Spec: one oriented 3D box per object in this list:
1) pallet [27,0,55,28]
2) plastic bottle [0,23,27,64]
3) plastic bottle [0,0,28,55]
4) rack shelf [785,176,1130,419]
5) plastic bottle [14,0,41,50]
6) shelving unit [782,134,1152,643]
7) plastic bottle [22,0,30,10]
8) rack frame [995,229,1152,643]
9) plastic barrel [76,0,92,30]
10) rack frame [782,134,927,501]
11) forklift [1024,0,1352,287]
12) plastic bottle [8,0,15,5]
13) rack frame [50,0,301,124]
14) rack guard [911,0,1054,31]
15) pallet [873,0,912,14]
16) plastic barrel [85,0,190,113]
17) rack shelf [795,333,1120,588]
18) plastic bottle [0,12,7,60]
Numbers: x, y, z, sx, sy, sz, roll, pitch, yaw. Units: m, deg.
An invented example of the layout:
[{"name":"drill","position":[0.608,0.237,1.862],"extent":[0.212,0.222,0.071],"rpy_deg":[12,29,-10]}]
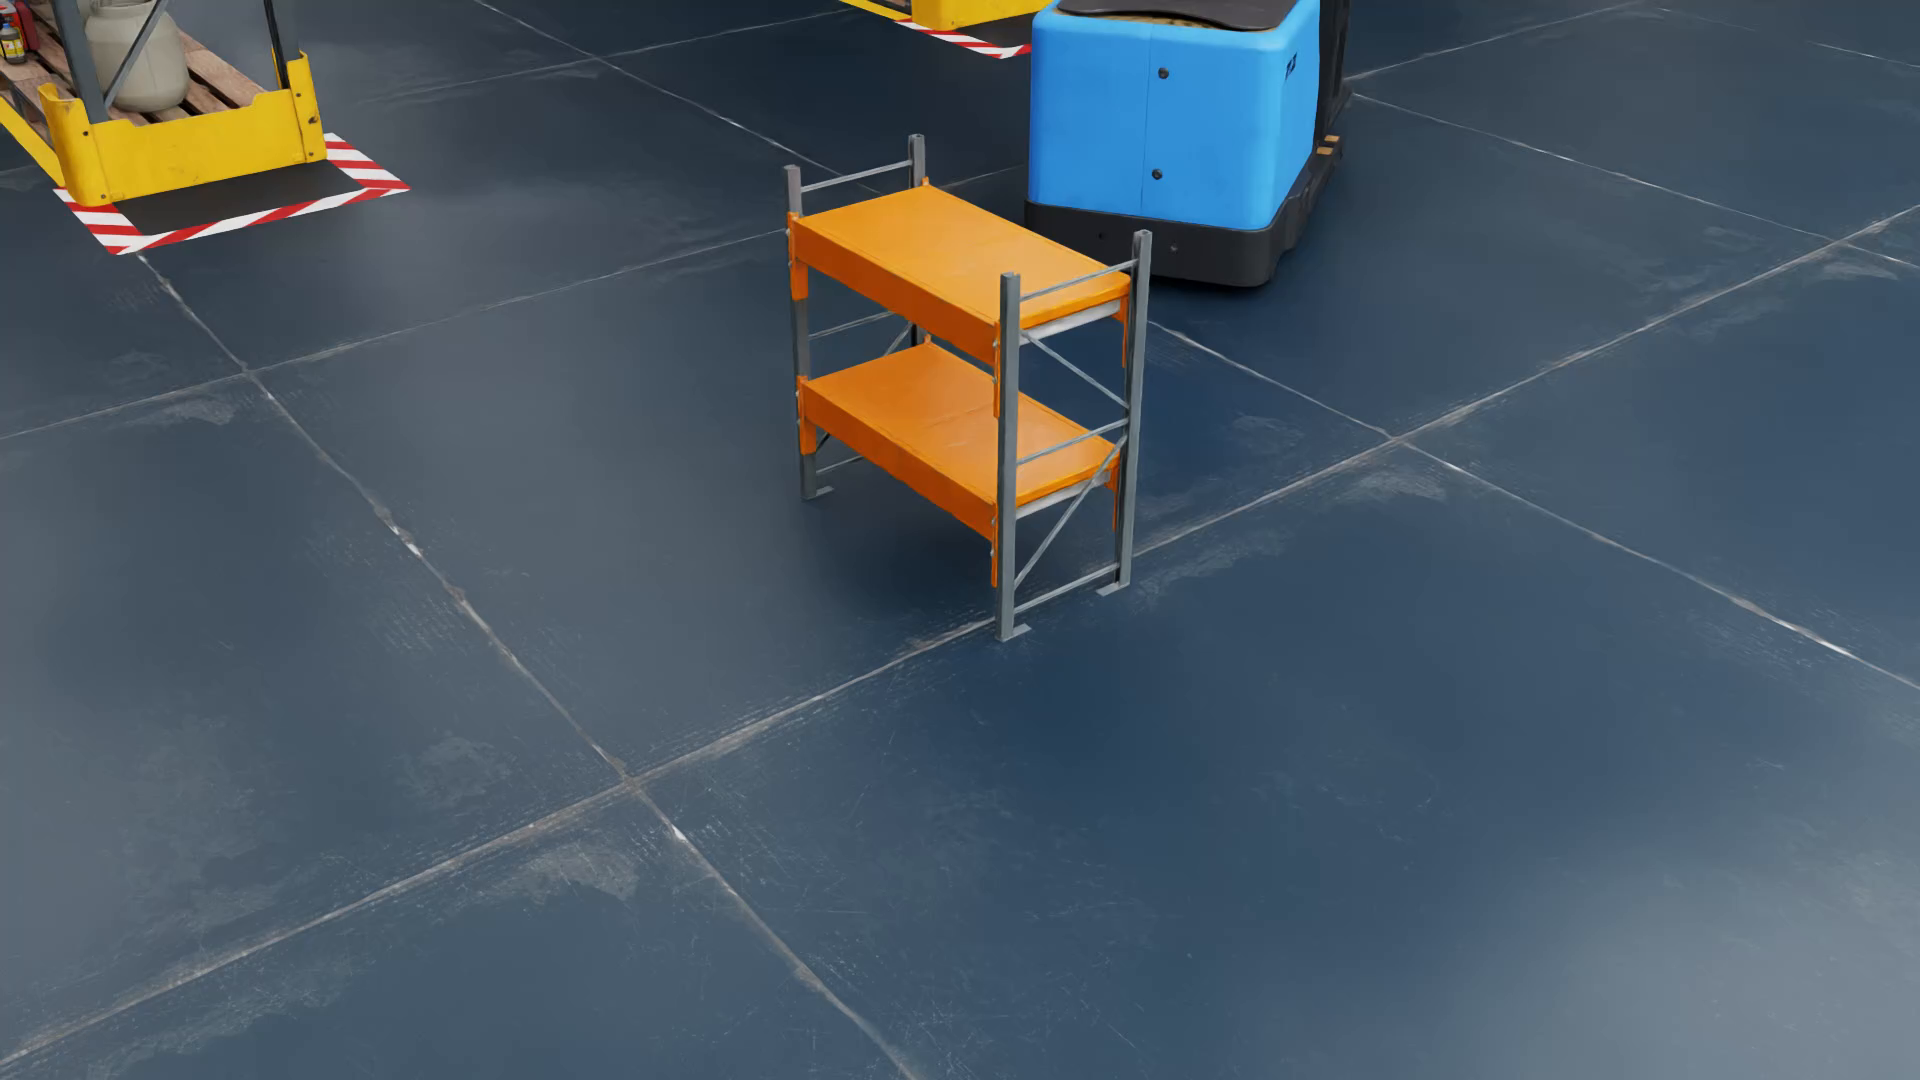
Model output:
[{"name":"pallet","position":[-5.705,-3.244,10.273],"extent":[1.003,0.211,1.213],"rpy_deg":[-22,38,-31]},{"name":"plastic bottle","position":[-5.104,-2.677,8.952],"extent":[0.097,0.201,0.097],"rpy_deg":[0,32,0]},{"name":"plastic bottle","position":[-5.237,-2.822,9.116],"extent":[0.152,0.276,0.135],"rpy_deg":[-22,38,-31]},{"name":"rack shelf","position":[-0.004,-0.729,4.803],"extent":[0.538,0.278,1.000],"rpy_deg":[-22,38,-31]},{"name":"plastic bottle","position":[-5.153,-2.860,9.170],"extent":[0.061,0.283,0.133],"rpy_deg":[-22,38,-31]},{"name":"shelving unit","position":[-0.004,-0.481,4.958],"extent":[0.538,1.125,1.048],"rpy_deg":[-22,38,-31]},{"name":"plastic bottle","position":[-5.439,-3.084,9.537],"extent":[0.152,0.276,0.135],"rpy_deg":[-22,38,-31]},{"name":"rack frame","position":[0.308,-0.269,4.617],"extent":[0.500,1.125,0.032],"rpy_deg":[-22,38,-31]},{"name":"plastic barrel","position":[-4.403,-2.635,8.610],"extent":[0.421,0.512,0.421],"rpy_deg":[0,32,0]},{"name":"rack frame","position":[-0.316,-0.693,5.299],"extent":[0.500,1.125,0.032],"rpy_deg":[-22,38,-31]},{"name":"forklift","position":[1.257,-3.042,7.370],"extent":[1.130,2.935,3.031],"rpy_deg":[11,34,17]},{"name":"plastic bottle","position":[-5.358,-2.974,9.430],"extent":[0.097,0.201,0.097],"rpy_deg":[0,32,0]},{"name":"rack frame","position":[-3.631,-3.055,7.326],"extent":[1.000,3.000,0.127],"rpy_deg":[-22,38,-31]},{"name":"rack guard","position":[0.234,-3.627,10.616],"extent":[1.175,0.500,0.348],"rpy_deg":[-22,38,-31]},{"name":"pallet","position":[-0.236,-3.855,11.256],"extent":[1.003,0.211,1.213],"rpy_deg":[-22,38,-31]},{"name":"plastic barrel","position":[-4.095,-2.426,8.273],"extent":[0.421,0.512,0.421],"rpy_deg":[0,32,0]},{"name":"rack shelf","position":[-0.004,-0.273,5.087],"extent":[0.538,0.278,1.000],"rpy_deg":[-22,38,-31]},{"name":"plastic bottle","position":[-5.190,-2.754,8.999],"extent":[0.061,0.283,0.133],"rpy_deg":[-21,38,-30]}]
